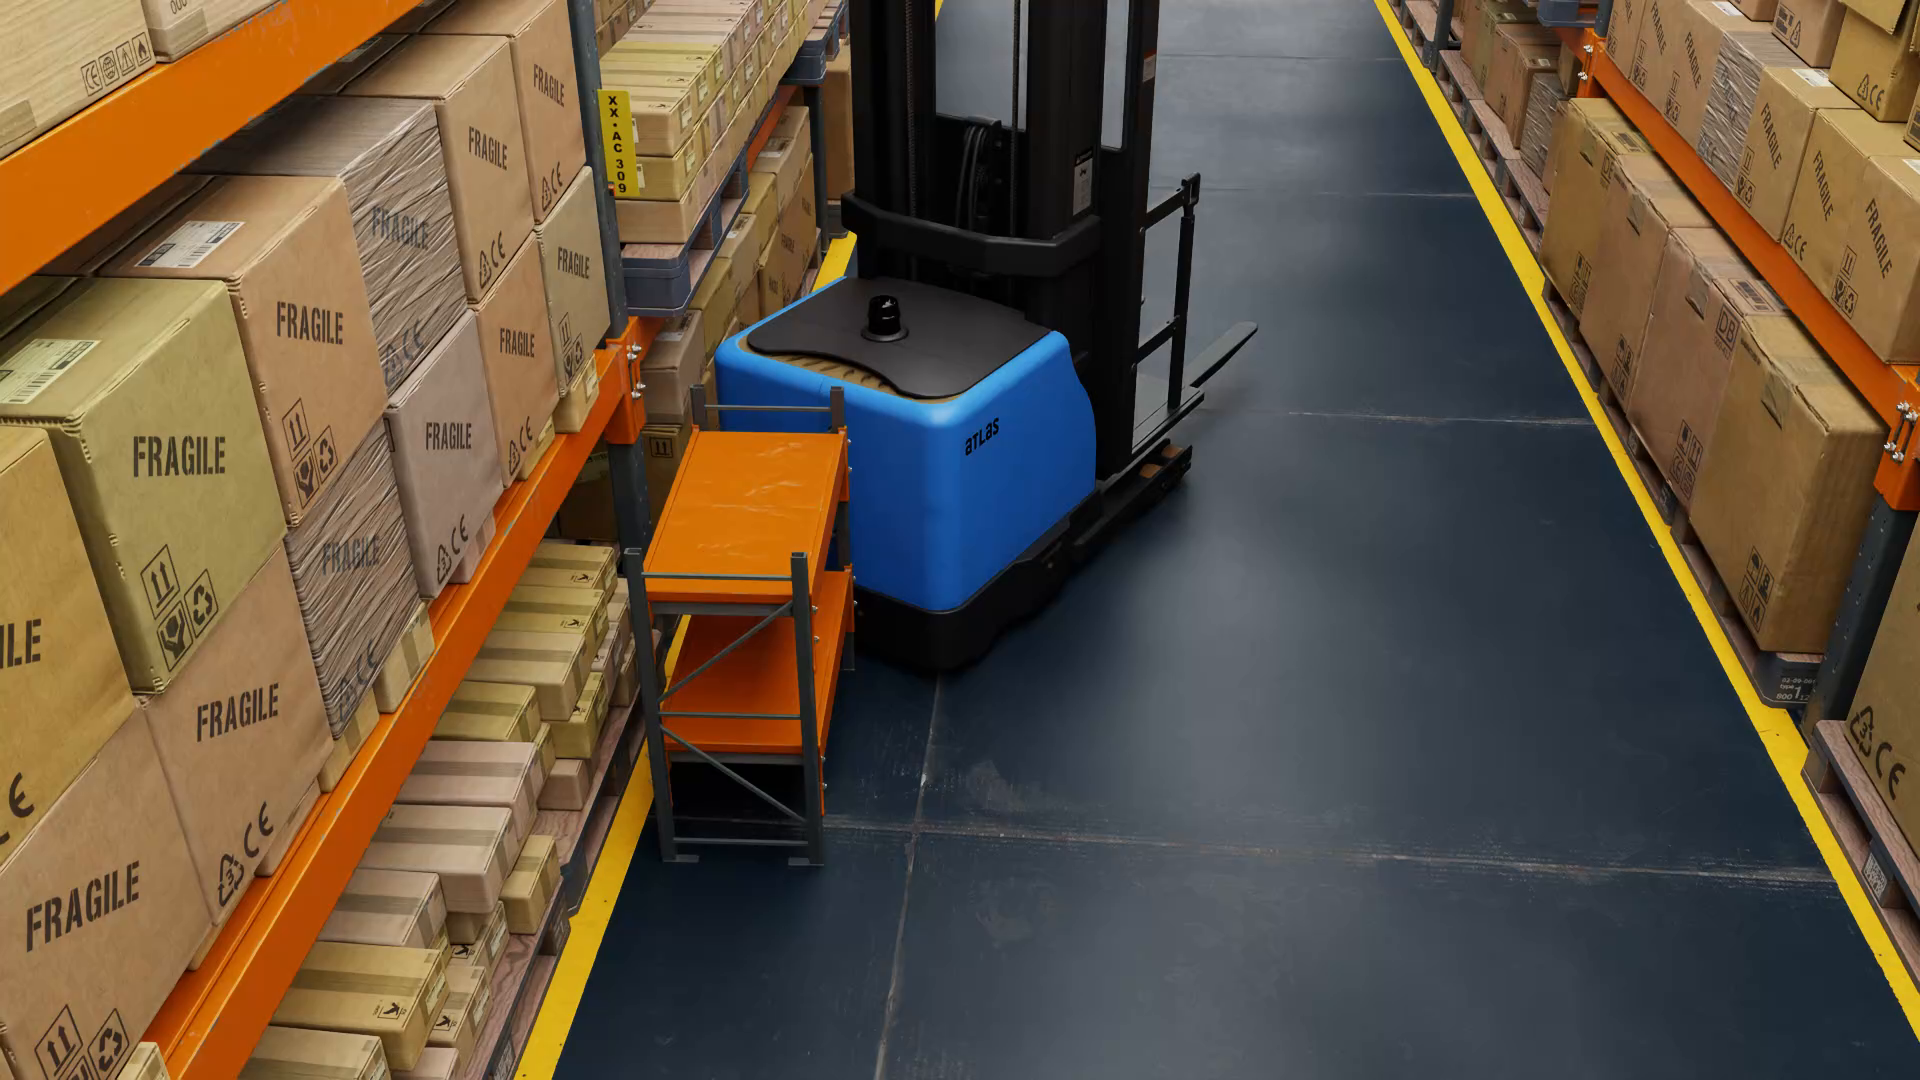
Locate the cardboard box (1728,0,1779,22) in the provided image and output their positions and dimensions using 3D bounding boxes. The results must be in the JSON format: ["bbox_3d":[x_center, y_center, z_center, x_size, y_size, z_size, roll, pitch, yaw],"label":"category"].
[{"bbox_3d":[3.559,-2.415,6.758,0.797,0.503,0.637,3,32,5],"label":"cardboard box"}]

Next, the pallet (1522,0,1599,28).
[{"bbox_3d":[3.643,-2.963,8.882,1.213,0.211,1.003,2,32,4],"label":"pallet"}]

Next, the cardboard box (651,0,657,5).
[{"bbox_3d":[-1.542,-2.473,7.460,0.380,0.149,0.250,3,32,4],"label":"cardboard box"}]

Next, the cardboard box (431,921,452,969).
[{"bbox_3d":[-1.518,1.067,4.194,0.380,0.149,0.250,4,32,6],"label":"cardboard box"}]

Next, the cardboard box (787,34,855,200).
[{"bbox_3d":[-1.105,-2.468,9.640,1.050,0.750,0.750,2,32,3],"label":"cardboard box"}]

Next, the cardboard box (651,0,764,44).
[{"bbox_3d":[-0.975,-2.028,6.454,0.380,0.149,0.250,4,32,6],"label":"cardboard box"}]

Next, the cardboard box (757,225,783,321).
[{"bbox_3d":[-1.110,-1.143,7.728,0.500,0.500,0.500,1,32,2],"label":"cardboard box"}]

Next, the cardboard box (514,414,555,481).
[{"bbox_3d":[-1.354,-0.298,4.614,0.380,0.149,0.250,4,32,6],"label":"cardboard box"}]

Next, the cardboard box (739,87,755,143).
[{"bbox_3d":[-0.997,-1.639,6.390,0.380,0.149,0.250,1,32,2],"label":"cardboard box"}]

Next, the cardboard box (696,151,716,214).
[{"bbox_3d":[-1.063,-1.244,5.749,0.380,0.149,0.250,3,32,5],"label":"cardboard box"}]

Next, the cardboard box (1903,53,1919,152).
[{"bbox_3d":[3.409,-1.380,5.079,0.797,0.503,0.637,2,32,3],"label":"cardboard box"}]

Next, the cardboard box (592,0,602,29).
[{"bbox_3d":[-1.625,-2.066,6.515,0.380,0.149,0.250,1,32,2],"label":"cardboard box"}]

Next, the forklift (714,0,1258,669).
[{"bbox_3d":[0.338,-1.524,6.430,1.130,2.935,3.031,19,36,27],"label":"forklift"}]

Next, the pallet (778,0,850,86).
[{"bbox_3d":[-1.196,-2.474,8.088,1.213,0.211,1.003,2,32,4],"label":"pallet"}]

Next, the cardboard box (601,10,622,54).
[{"bbox_3d":[-1.605,-2.072,6.809,0.380,0.149,0.250,4,32,6],"label":"cardboard box"}]

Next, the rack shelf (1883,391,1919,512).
[{"bbox_3d":[3.202,0.776,3.318,1.077,0.370,4.000,2,32,4],"label":"rack shelf"}]

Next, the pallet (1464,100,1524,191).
[{"bbox_3d":[3.858,-2.525,10.647,1.003,0.211,1.213,2,32,4],"label":"pallet"}]

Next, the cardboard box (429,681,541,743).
[{"bbox_3d":[-1.433,0.536,4.771,0.380,0.149,0.250,3,32,6],"label":"cardboard box"}]

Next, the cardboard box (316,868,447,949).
[{"bbox_3d":[-1.502,0.948,4.102,0.380,0.149,0.250,3,32,4],"label":"cardboard box"}]

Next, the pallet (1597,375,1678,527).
[{"bbox_3d":[3.450,-0.435,7.255,1.003,0.211,1.213,2,32,4],"label":"pallet"}]

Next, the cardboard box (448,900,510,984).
[{"bbox_3d":[-1.435,1.088,4.442,0.380,0.149,0.250,3,32,5],"label":"cardboard box"}]

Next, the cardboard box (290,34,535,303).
[{"bbox_3d":[-1.375,-0.908,4.032,0.500,0.500,0.500,1,32,2],"label":"cardboard box"}]

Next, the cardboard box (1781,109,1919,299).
[{"bbox_3d":[3.178,-1.133,5.635,0.500,0.500,0.500,3,32,6],"label":"cardboard box"}]

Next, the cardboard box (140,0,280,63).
[{"bbox_3d":[-1.475,-1.001,2.799,0.500,0.250,0.500,2,32,4],"label":"cardboard box"}]

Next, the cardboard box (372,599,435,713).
[{"bbox_3d":[-1.416,0.246,3.731,0.380,0.149,0.250,3,32,5],"label":"cardboard box"}]

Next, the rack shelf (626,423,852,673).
[{"bbox_3d":[-0.649,-0.002,5.123,0.538,0.278,1.000,1,32,2],"label":"rack shelf"}]

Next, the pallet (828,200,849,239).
[{"bbox_3d":[-1.105,-2.154,10.045,1.003,0.211,1.213,2,32,4],"label":"pallet"}]

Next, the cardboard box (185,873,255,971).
[{"bbox_3d":[-1.557,0.647,3.081,0.380,0.149,0.250,2,32,3],"label":"cardboard box"}]

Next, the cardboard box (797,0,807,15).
[{"bbox_3d":[-0.890,-2.445,7.414,0.380,0.149,0.250,3,32,4],"label":"cardboard box"}]

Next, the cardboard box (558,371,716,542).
[{"bbox_3d":[-1.245,-0.331,6.410,0.500,0.500,0.500,4,32,6],"label":"cardboard box"}]

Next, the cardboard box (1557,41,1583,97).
[{"bbox_3d":[3.749,-2.740,9.585,0.500,0.250,0.500,6,32,10],"label":"cardboard box"}]

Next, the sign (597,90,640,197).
[{"bbox_3d":[-1.029,-1.190,4.997,0.100,0.325,0.005,2,32,4],"label":"sign"}]

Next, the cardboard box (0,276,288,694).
[{"bbox_3d":[-1.495,-0.103,2.726,0.500,0.500,0.500,2,32,3],"label":"cardboard box"}]

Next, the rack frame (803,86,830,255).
[{"bbox_3d":[-1.244,-2.932,8.649,1.000,3.000,0.127,2,32,4],"label":"rack frame"}]

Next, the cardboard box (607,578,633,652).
[{"bbox_3d":[-1.279,0.246,5.526,0.380,0.149,0.250,3,32,5],"label":"cardboard box"}]

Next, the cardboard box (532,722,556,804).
[{"bbox_3d":[-1.411,0.656,4.861,0.380,0.149,0.250,3,32,4],"label":"cardboard box"}]

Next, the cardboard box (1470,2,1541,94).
[{"bbox_3d":[3.888,-3.314,11.231,0.700,0.500,0.500,2,32,4],"label":"cardboard box"}]

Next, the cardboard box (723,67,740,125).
[{"bbox_3d":[-1.019,-1.632,6.095,0.380,0.149,0.250,1,32,2],"label":"cardboard box"}]

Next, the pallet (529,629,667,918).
[{"bbox_3d":[-1.589,0.699,5.415,1.003,0.211,1.213,2,32,4],"label":"pallet"}]

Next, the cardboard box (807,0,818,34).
[{"bbox_3d":[-0.869,-2.462,7.726,0.380,0.149,0.250,3,32,5],"label":"cardboard box"}]

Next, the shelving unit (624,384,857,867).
[{"bbox_3d":[-0.649,0.247,5.277,0.538,1.125,1.048,1,32,2],"label":"shelving unit"}]

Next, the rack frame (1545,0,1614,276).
[{"bbox_3d":[3.691,-2.668,8.220,1.000,3.000,0.127,2,32,4],"label":"rack frame"}]

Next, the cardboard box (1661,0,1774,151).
[{"bbox_3d":[3.302,-1.930,6.927,0.500,0.500,0.500,2,32,3],"label":"cardboard box"}]

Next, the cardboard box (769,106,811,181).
[{"bbox_3d":[-1.039,-1.997,8.400,0.500,0.250,0.500,2,32,3],"label":"cardboard box"}]

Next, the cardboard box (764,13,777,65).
[{"bbox_3d":[-0.954,-2.044,6.763,0.380,0.149,0.250,2,32,3],"label":"cardboard box"}]

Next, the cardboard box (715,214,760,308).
[{"bbox_3d":[-1.160,-1.195,7.097,0.500,0.250,0.500,4,32,6],"label":"cardboard box"}]

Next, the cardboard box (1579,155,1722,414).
[{"bbox_3d":[3.534,-1.116,7.327,1.225,0.875,0.875,3,32,4],"label":"cardboard box"}]

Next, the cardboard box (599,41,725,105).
[{"bbox_3d":[-1.039,-1.632,5.812,0.380,0.149,0.250,3,32,4],"label":"cardboard box"}]

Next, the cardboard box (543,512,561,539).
[{"bbox_3d":[-1.761,-0.353,6.446,0.500,0.500,0.500,2,32,3],"label":"cardboard box"}]

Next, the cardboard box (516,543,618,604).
[{"bbox_3d":[-1.340,0.138,5.417,0.380,0.149,0.250,3,32,5],"label":"cardboard box"}]

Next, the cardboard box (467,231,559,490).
[{"bbox_3d":[-1.371,-0.474,4.281,0.500,0.500,0.500,2,32,3],"label":"cardboard box"}]

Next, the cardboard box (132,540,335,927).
[{"bbox_3d":[-1.513,0.322,2.990,0.500,0.500,0.500,3,32,5],"label":"cardboard box"}]

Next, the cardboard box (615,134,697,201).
[{"bbox_3d":[-1.079,-1.226,5.435,0.380,0.149,0.250,3,32,5],"label":"cardboard box"}]

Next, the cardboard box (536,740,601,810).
[{"bbox_3d":[-1.324,0.687,5.093,0.380,0.149,0.250,1,32,2],"label":"cardboard box"}]

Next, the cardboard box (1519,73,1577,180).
[{"bbox_3d":[3.758,-2.433,9.802,0.700,0.500,0.500,0,32,0],"label":"cardboard box"}]

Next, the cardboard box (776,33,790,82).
[{"bbox_3d":[-0.936,-2.056,7.067,0.380,0.149,0.250,3,32,5],"label":"cardboard box"}]
